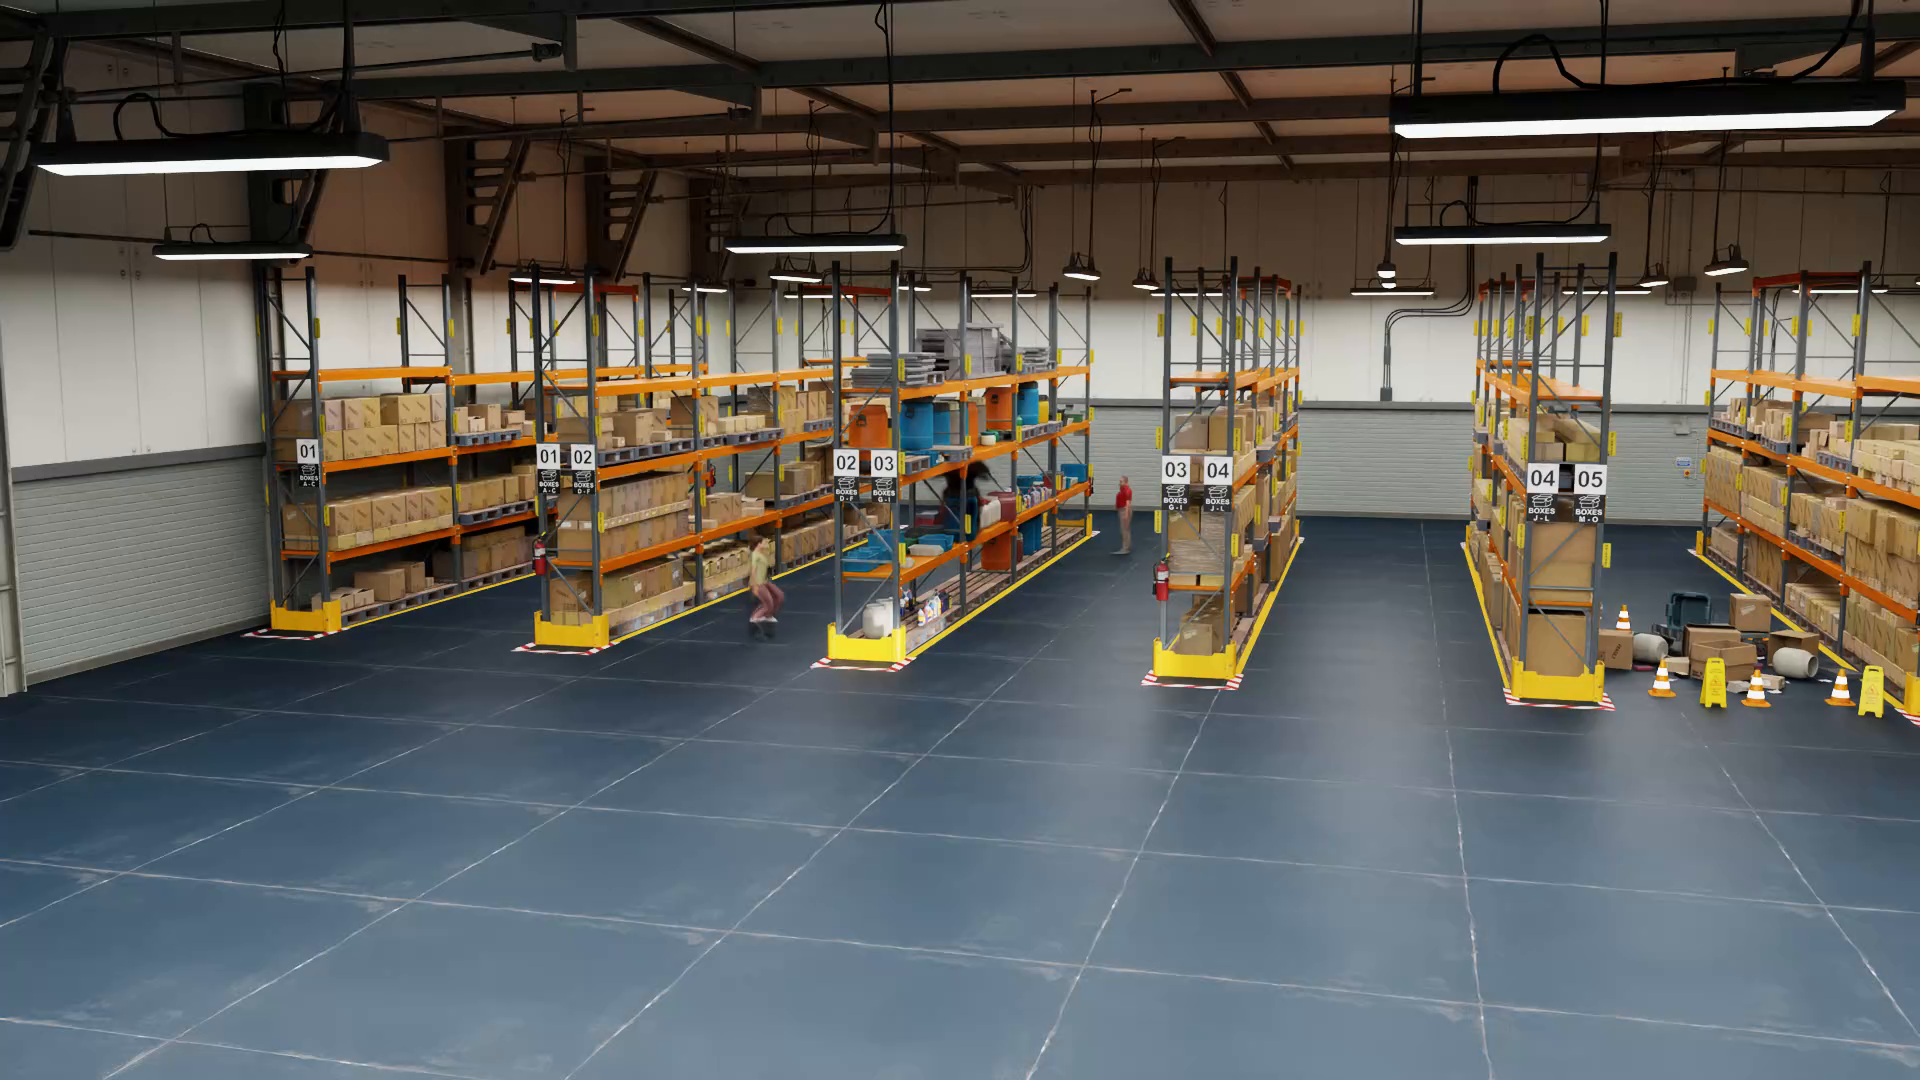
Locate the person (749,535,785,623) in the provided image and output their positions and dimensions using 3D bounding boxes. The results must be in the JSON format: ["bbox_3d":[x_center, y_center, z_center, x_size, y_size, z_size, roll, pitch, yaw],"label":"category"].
[{"bbox_3d":[-3.159,0.653,26.794,0.525,1.440,0.567,2,8,15],"label":"person"}]

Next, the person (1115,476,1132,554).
[{"bbox_3d":[3.632,-0.563,37.081,0.399,1.731,0.620,-1,7,-5],"label":"person"}]

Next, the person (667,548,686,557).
[{"bbox_3d":[-6.171,-0.380,35.808,0.780,1.739,1.003,2,8,15],"label":"person"}]
